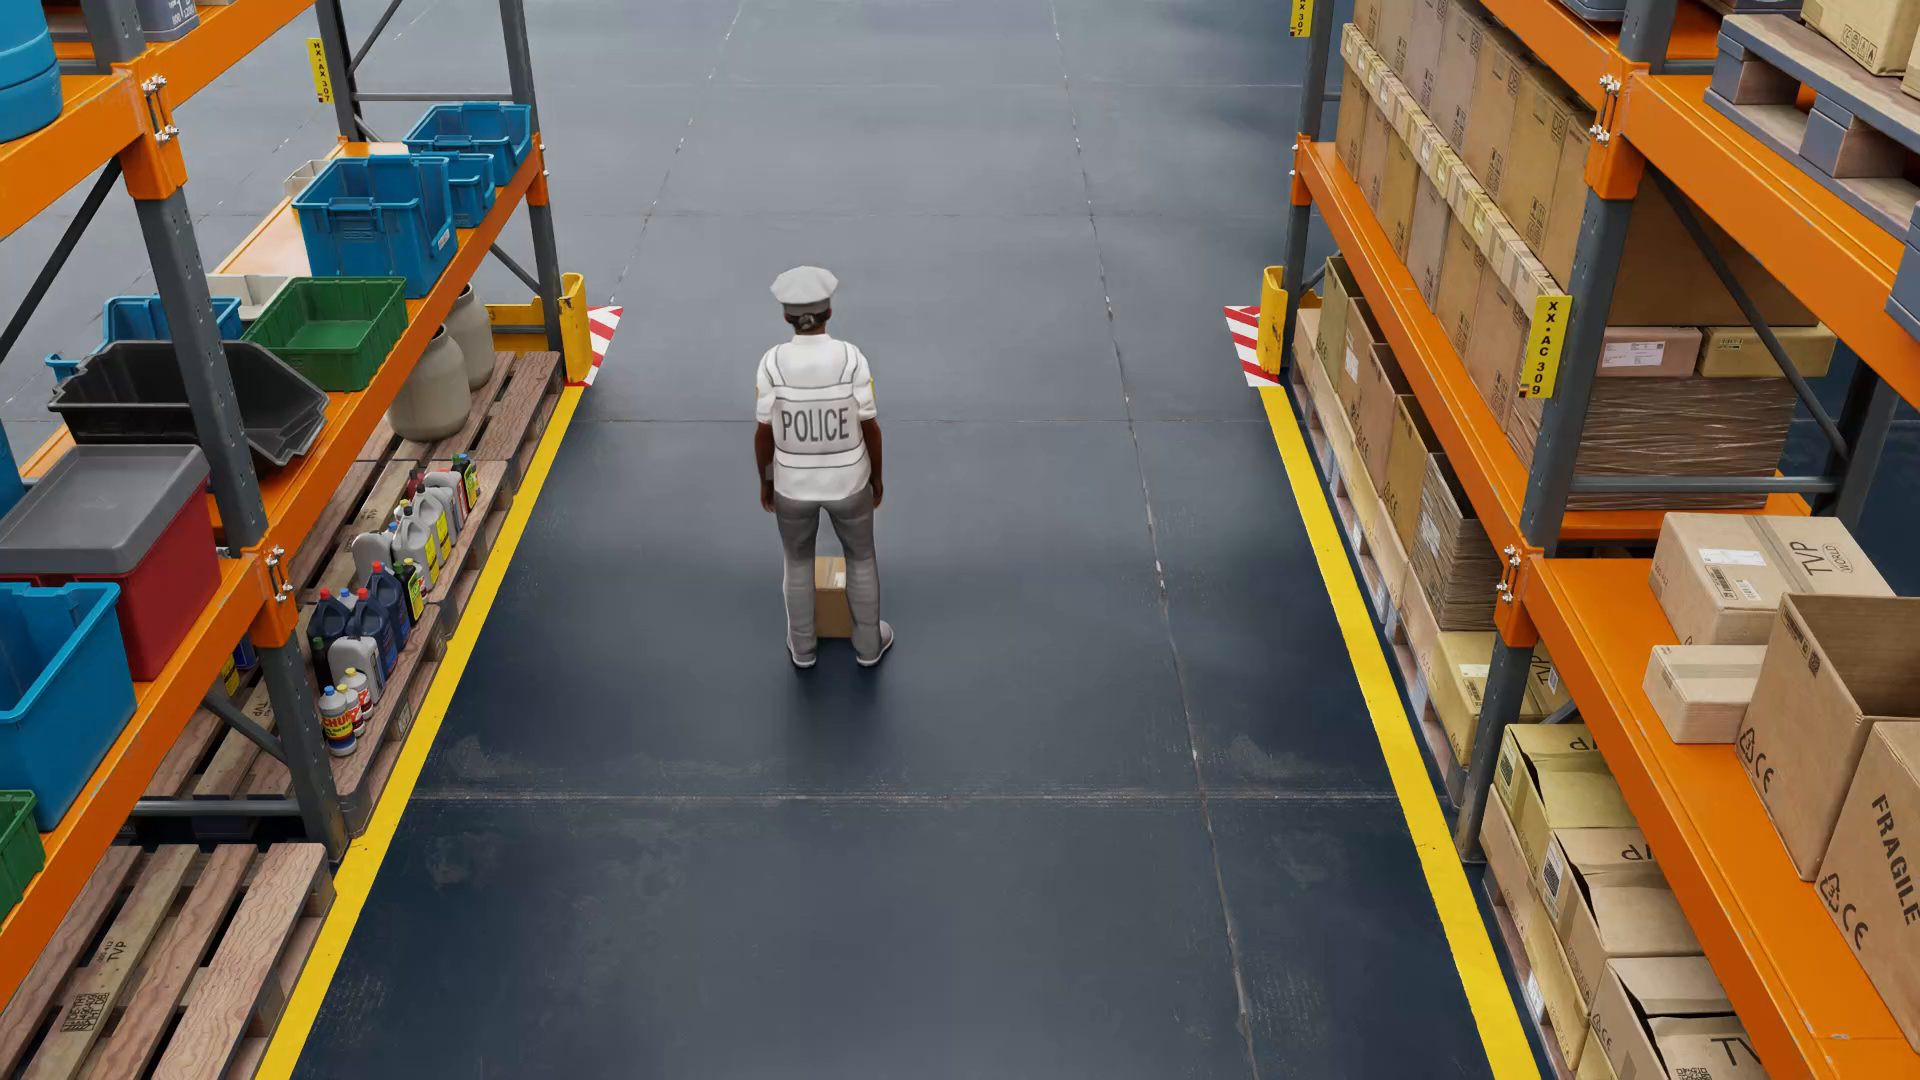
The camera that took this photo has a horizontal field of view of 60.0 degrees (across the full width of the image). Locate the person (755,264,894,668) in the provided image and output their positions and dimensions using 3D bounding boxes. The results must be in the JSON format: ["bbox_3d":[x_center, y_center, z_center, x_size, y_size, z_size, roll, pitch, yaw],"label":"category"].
[{"bbox_3d":[-0.533,-0.235,6.515,0.507,1.660,0.393,0,32,0],"label":"person"}]
